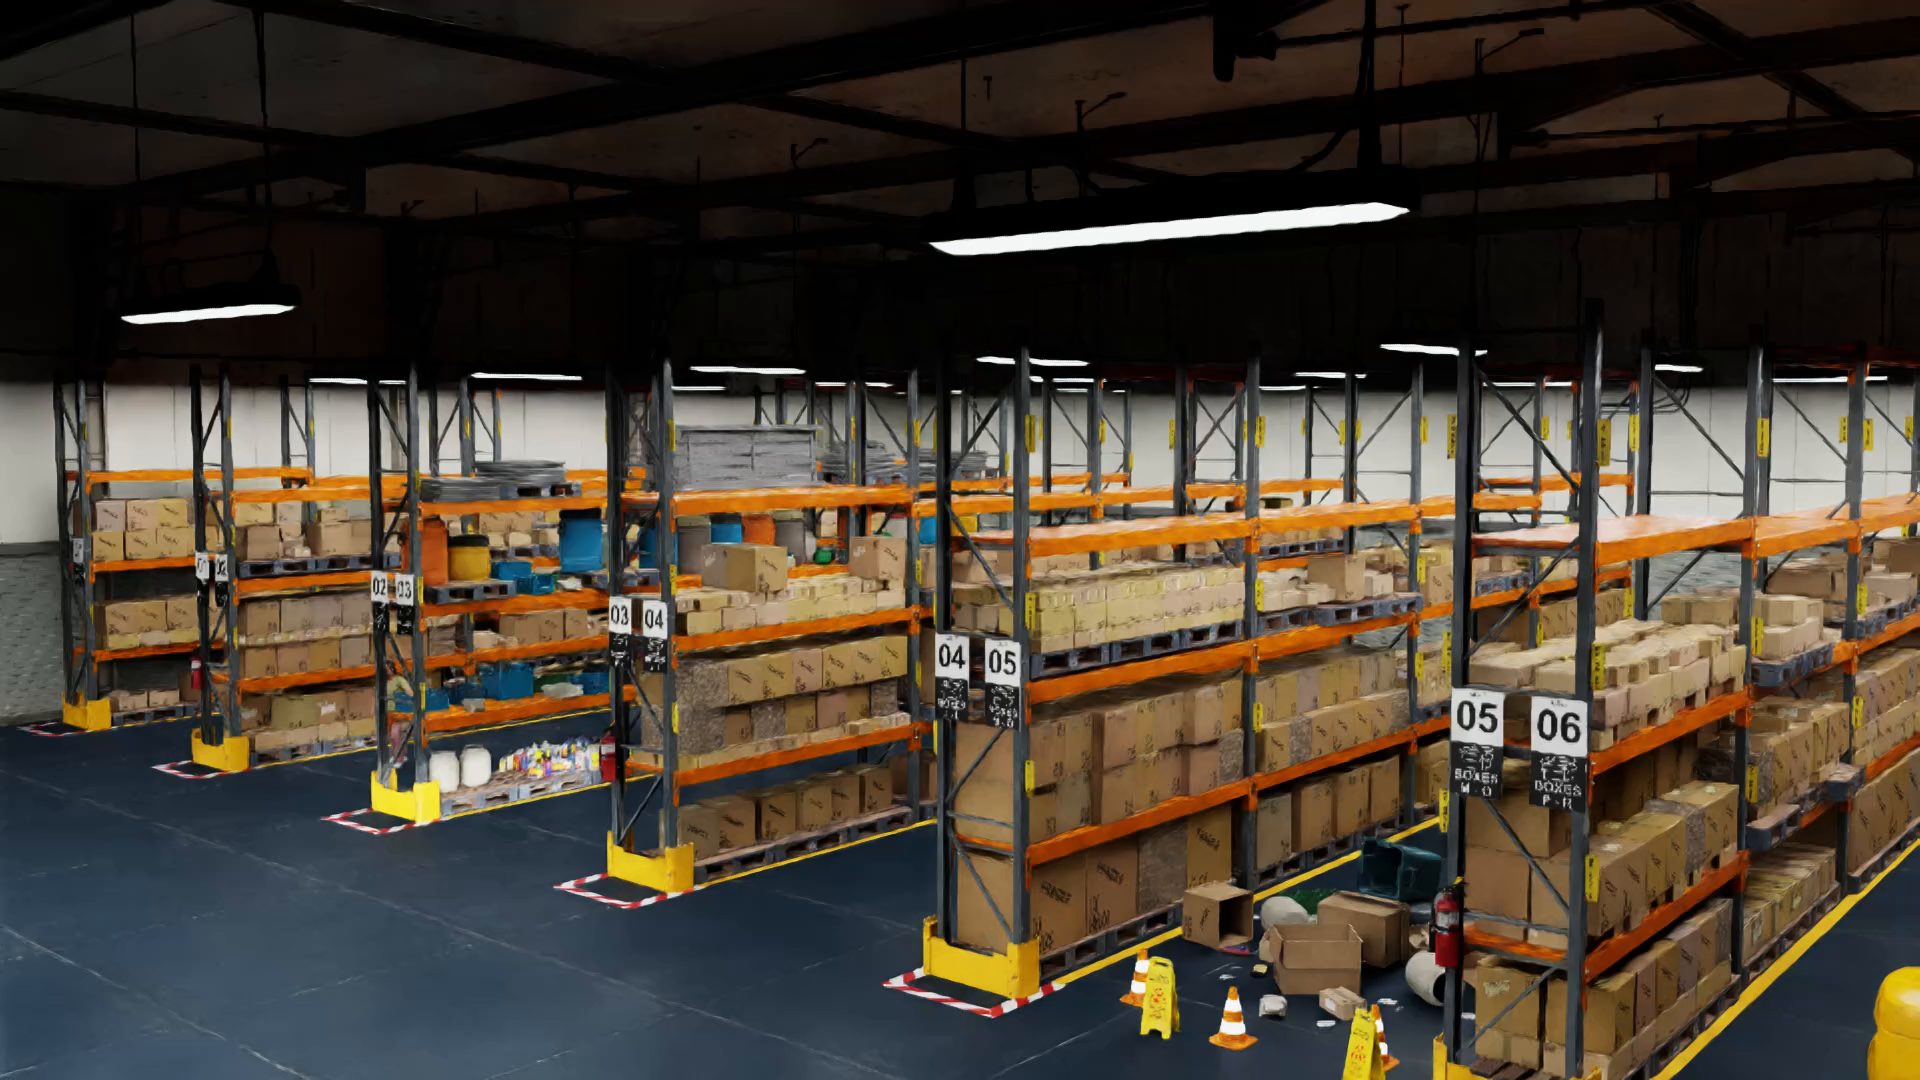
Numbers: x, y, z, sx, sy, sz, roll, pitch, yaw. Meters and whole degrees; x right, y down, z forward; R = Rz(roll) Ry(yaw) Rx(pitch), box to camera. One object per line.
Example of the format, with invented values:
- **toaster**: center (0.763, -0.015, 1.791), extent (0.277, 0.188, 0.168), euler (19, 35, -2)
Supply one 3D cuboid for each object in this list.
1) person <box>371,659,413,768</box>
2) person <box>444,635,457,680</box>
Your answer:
- **person**: center (-8.431, 2.563, 24.801), extent (0.612, 1.610, 0.790), euler (1, 4, 20)
- **person**: center (-9.720, 2.052, 31.044), extent (0.580, 1.715, 1.104), euler (3, 5, 32)
